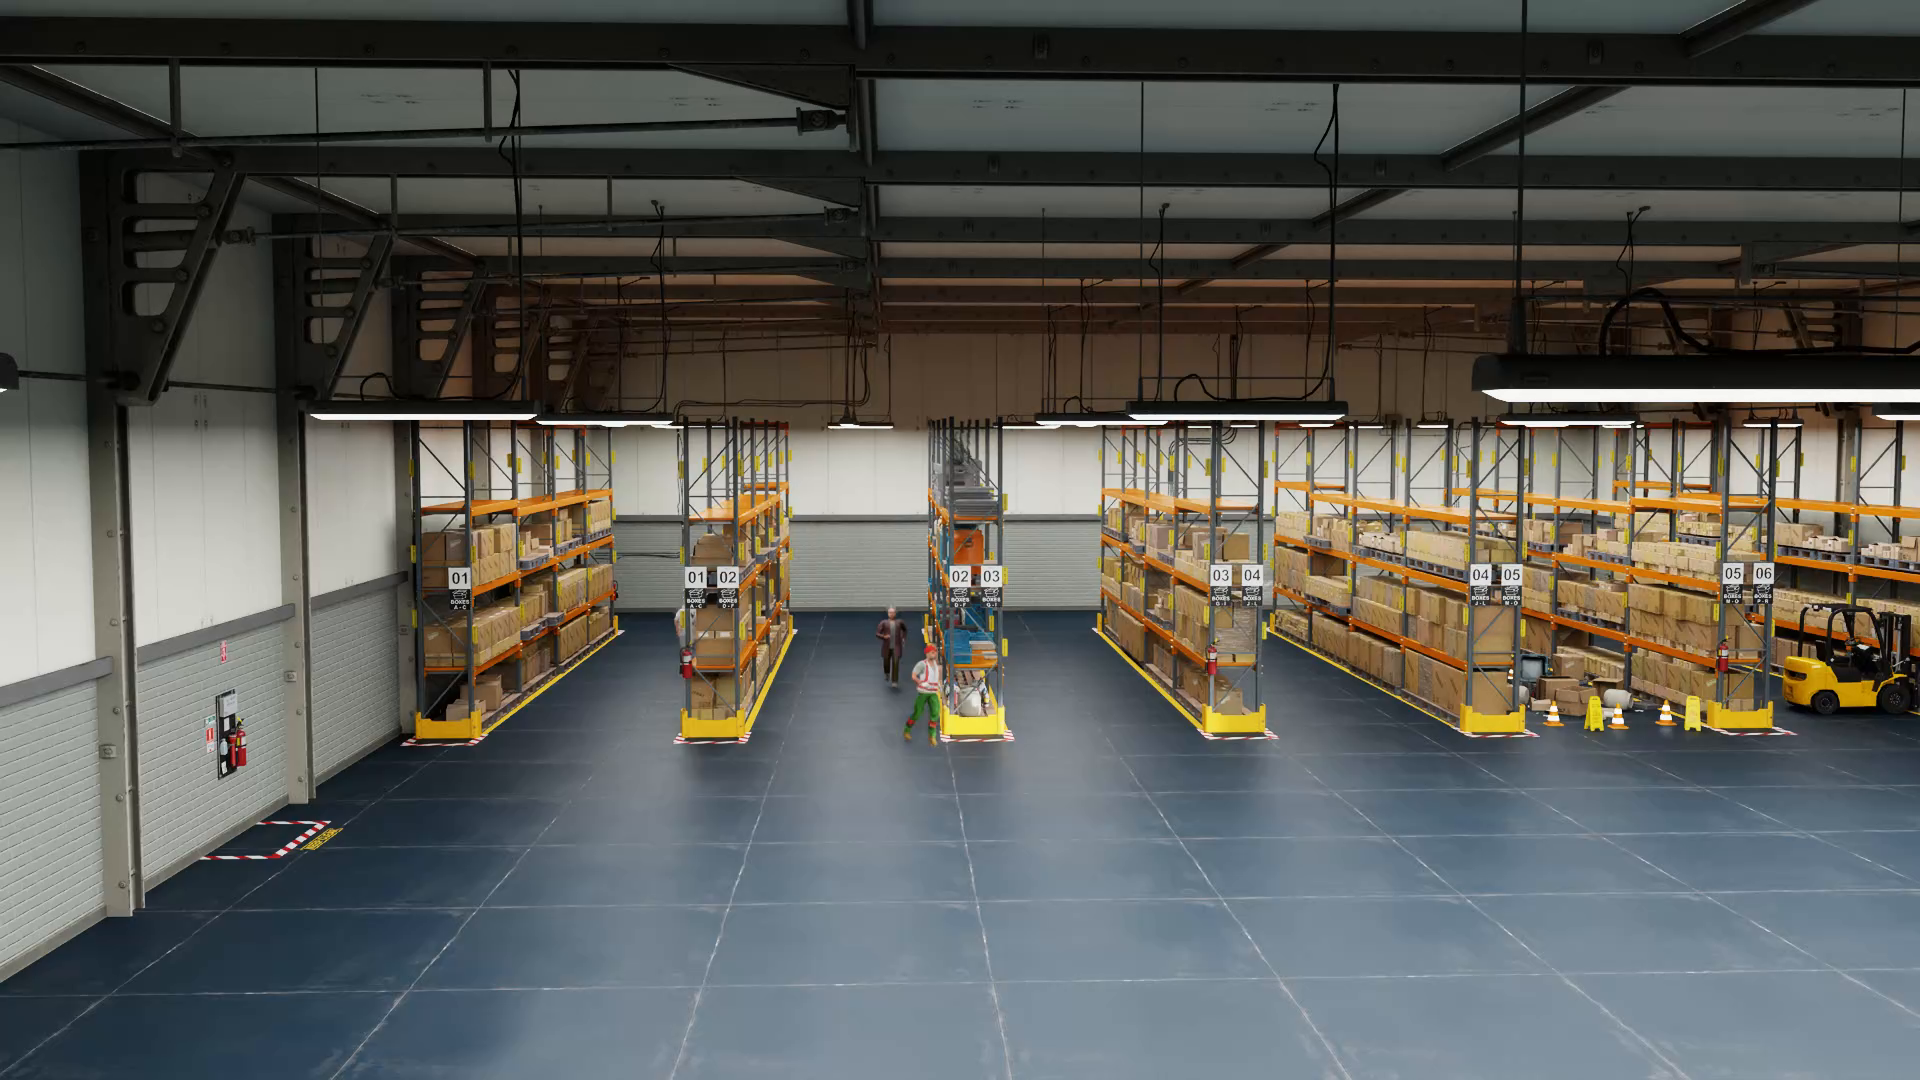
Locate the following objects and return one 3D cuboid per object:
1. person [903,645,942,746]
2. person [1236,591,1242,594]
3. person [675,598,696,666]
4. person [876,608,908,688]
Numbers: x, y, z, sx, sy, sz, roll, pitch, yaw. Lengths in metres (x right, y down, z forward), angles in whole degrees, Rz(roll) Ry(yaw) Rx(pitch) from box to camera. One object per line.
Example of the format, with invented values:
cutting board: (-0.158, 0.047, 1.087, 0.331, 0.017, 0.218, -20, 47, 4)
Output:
person: (-0.584, 2.835, 30.613, 0.723, 1.797, 0.875, -3, 5, -35)
person: (7.745, 1.880, 45.947, 0.606, 1.747, 0.705, 1, 4, 11)
person: (-6.528, 2.254, 39.925, 0.653, 1.758, 0.647, 0, 4, -1)
person: (-1.524, 2.404, 37.347, 0.723, 1.748, 0.964, 0, 4, -5)
